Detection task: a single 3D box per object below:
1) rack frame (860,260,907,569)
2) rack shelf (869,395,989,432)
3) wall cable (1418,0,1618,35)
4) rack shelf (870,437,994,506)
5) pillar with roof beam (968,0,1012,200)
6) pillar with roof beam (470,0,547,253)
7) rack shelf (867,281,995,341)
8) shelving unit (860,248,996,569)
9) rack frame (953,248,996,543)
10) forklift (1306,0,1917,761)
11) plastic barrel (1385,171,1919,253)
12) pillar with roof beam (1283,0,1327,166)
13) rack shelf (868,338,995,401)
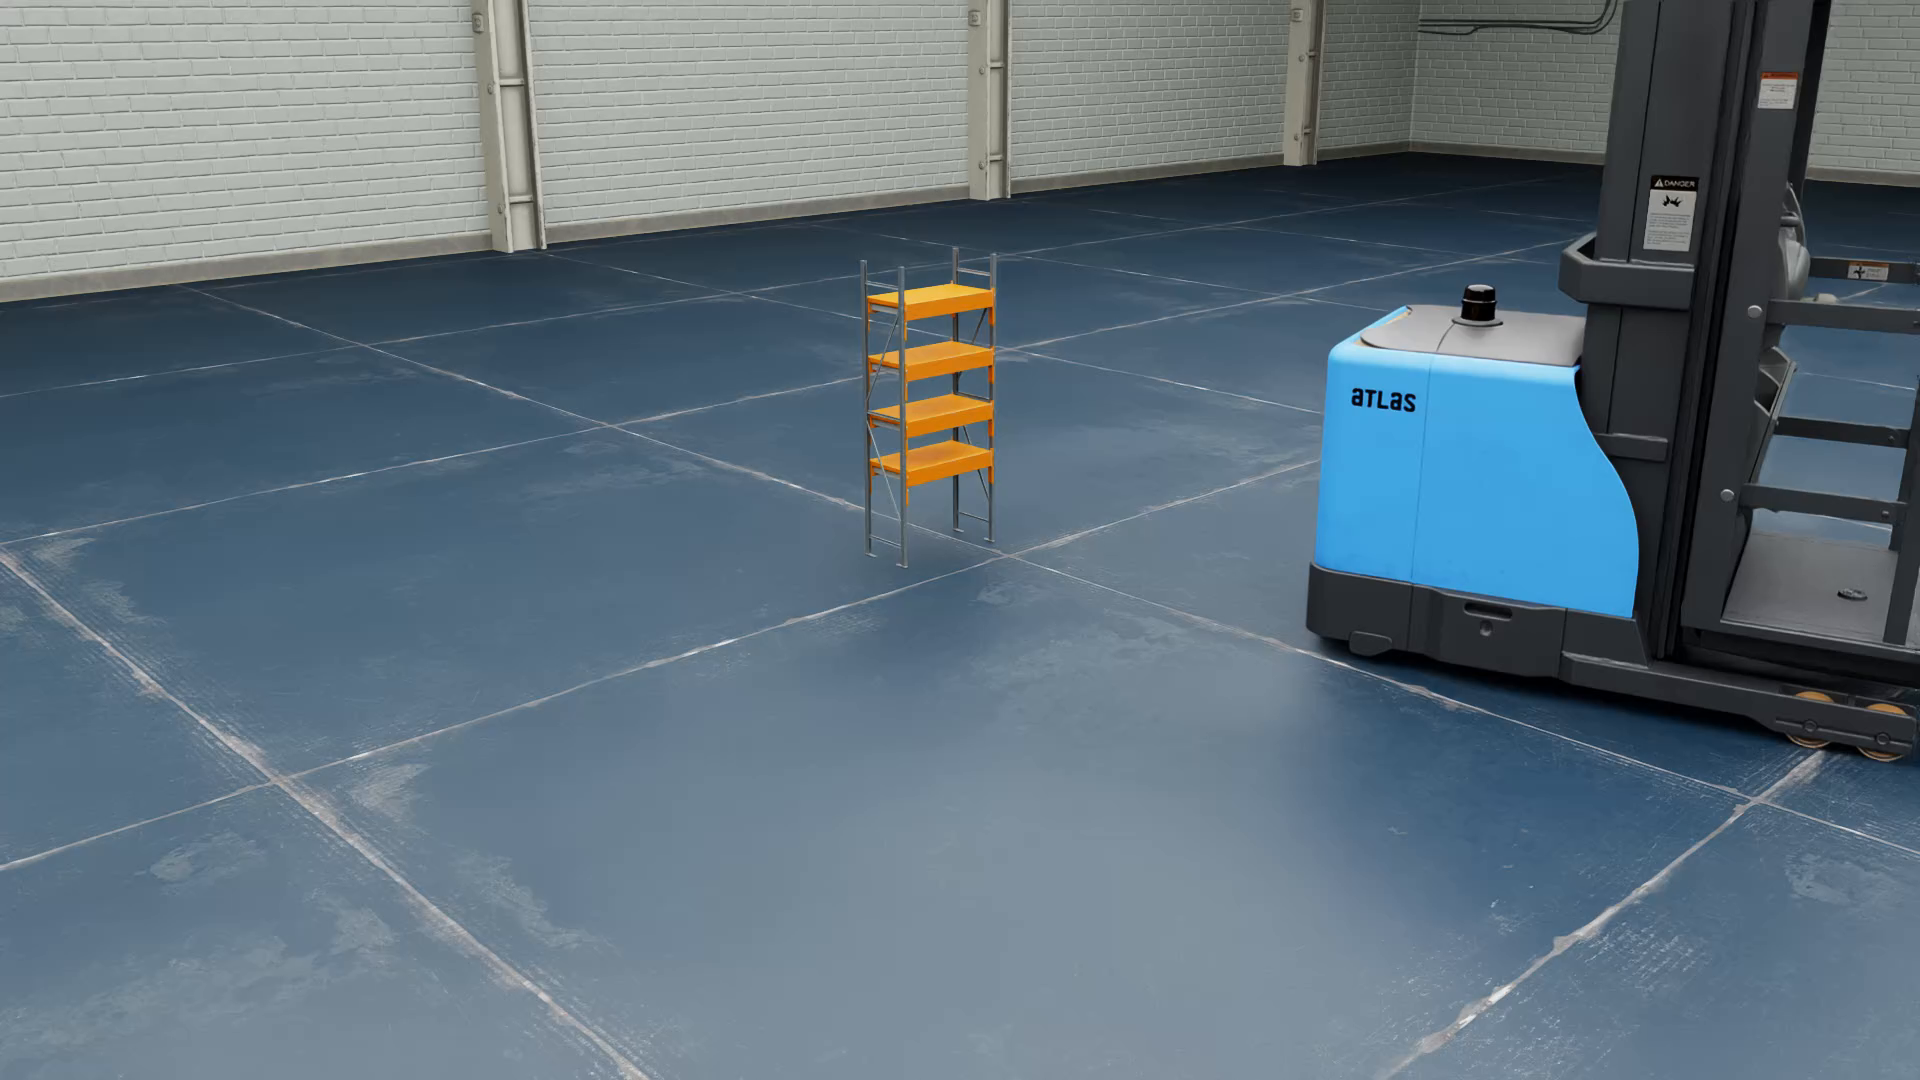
[{"bbox_3d":[-0.298,-0.484,6.532,0.015,1.200,0.240,-16,24,-41],"label":"rack frame"},{"bbox_3d":[-0.120,-0.509,6.700,0.457,0.050,0.221,-16,24,-41],"label":"rack shelf"},{"bbox_3d":[7.745,-8.333,23.129,0.112,2.526,3.097,-16,24,-41],"label":"wall cable"},{"bbox_3d":[-0.120,-0.283,6.773,0.480,0.148,0.258,-16,24,-41],"label":"rack shelf"},{"bbox_3d":[3.294,-7.246,14.742,0.400,9.000,9.100,-16,24,-41],"label":"pillar with roof beam"},{"bbox_3d":[-1.066,-5.974,10.821,0.400,9.000,9.100,-16,24,-41],"label":"pillar with roof beam"},{"bbox_3d":[-0.120,-0.909,6.570,0.480,0.148,0.258,-16,24,-41],"label":"rack shelf"},{"bbox_3d":[-0.120,-0.536,6.691,0.503,1.200,0.258,-16,24,-41],"label":"shelving unit"},{"bbox_3d":[0.057,-0.587,6.851,0.015,1.200,0.240,-16,24,-41],"label":"rack frame"},{"bbox_3d":[2.272,-0.973,5.338,1.939,2.867,1.129,10,20,27],"label":"forklift"},{"bbox_3d":[1.336,-0.769,3.357,38.471,3.701,17.930,-16,24,-41],"label":"plastic barrel"},{"bbox_3d":[7.653,-8.517,18.663,0.400,9.000,9.100,-16,24,-41],"label":"pillar with roof beam"},{"bbox_3d":[-0.120,-0.684,6.643,0.480,0.148,0.258,-16,24,-41],"label":"rack shelf"}]
